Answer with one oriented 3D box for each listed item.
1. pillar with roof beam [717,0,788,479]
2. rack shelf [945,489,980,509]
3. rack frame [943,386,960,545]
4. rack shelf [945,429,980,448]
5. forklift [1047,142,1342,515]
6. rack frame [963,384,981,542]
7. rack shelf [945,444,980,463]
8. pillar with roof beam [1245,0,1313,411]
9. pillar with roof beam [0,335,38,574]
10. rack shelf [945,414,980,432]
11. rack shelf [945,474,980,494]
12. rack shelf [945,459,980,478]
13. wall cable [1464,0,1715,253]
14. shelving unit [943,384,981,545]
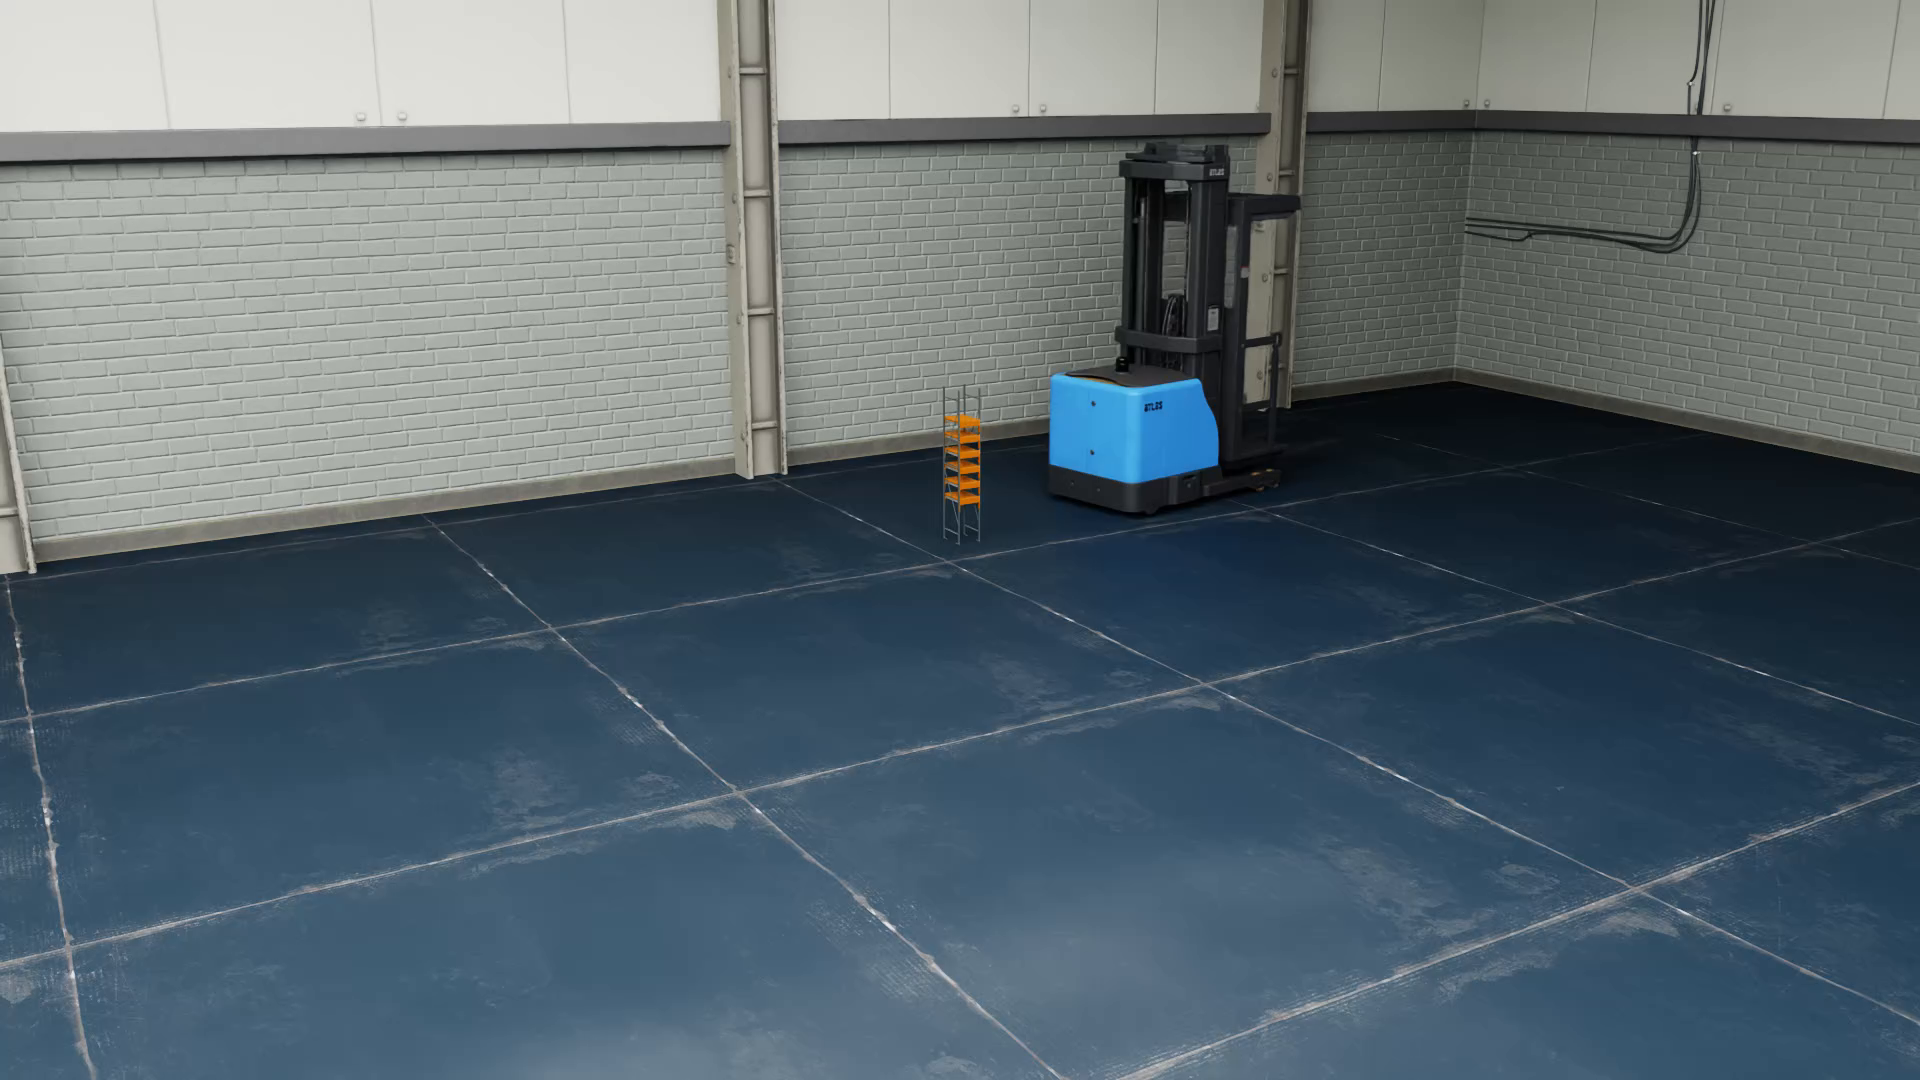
[{"bbox_3d":[0.414,-3.943,10.305,0.400,9.000,9.100,-9,18,-30],"label":"pillar with roof beam"},{"bbox_3d":[0.012,-0.306,12.832,0.180,0.103,0.258,-9,18,-30],"label":"rack shelf"},{"bbox_3d":[-0.066,-0.567,12.710,0.006,1.200,0.240,-9,18,-30],"label":"rack frame"},{"bbox_3d":[0.012,-0.768,12.702,0.180,0.103,0.258,-9,18,-30],"label":"rack shelf"},{"bbox_3d":[2.179,-1.927,14.352,3.031,2.935,1.130,-13,20,-39],"label":"forklift"},{"bbox_3d":[0.091,-0.592,12.800,0.006,1.200,0.240,-9,18,-30],"label":"rack frame"},{"bbox_3d":[0.012,-0.653,12.735,0.180,0.103,0.258,-9,18,-30],"label":"rack shelf"},{"bbox_3d":[5.558,-4.777,13.281,0.400,9.000,9.100,-9,18,-30],"label":"pillar with roof beam"},{"bbox_3d":[-4.729,-3.109,7.330,0.400,9.000,9.100,-9,18,-30],"label":"pillar with roof beam"},{"bbox_3d":[0.012,-0.884,12.670,0.180,0.103,0.258,-9,18,-30],"label":"rack shelf"},{"bbox_3d":[0.012,-0.421,12.799,0.180,0.103,0.258,-9,18,-30],"label":"rack shelf"},{"bbox_3d":[0.012,-0.537,12.767,0.180,0.103,0.258,-9,18,-30],"label":"rack shelf"},{"bbox_3d":[6.547,-4.382,17.623,0.112,2.526,3.097,-9,18,-30],"label":"wall cable"},{"bbox_3d":[0.012,-0.580,12.755,0.189,1.200,0.258,-9,18,-30],"label":"shelving unit"}]
